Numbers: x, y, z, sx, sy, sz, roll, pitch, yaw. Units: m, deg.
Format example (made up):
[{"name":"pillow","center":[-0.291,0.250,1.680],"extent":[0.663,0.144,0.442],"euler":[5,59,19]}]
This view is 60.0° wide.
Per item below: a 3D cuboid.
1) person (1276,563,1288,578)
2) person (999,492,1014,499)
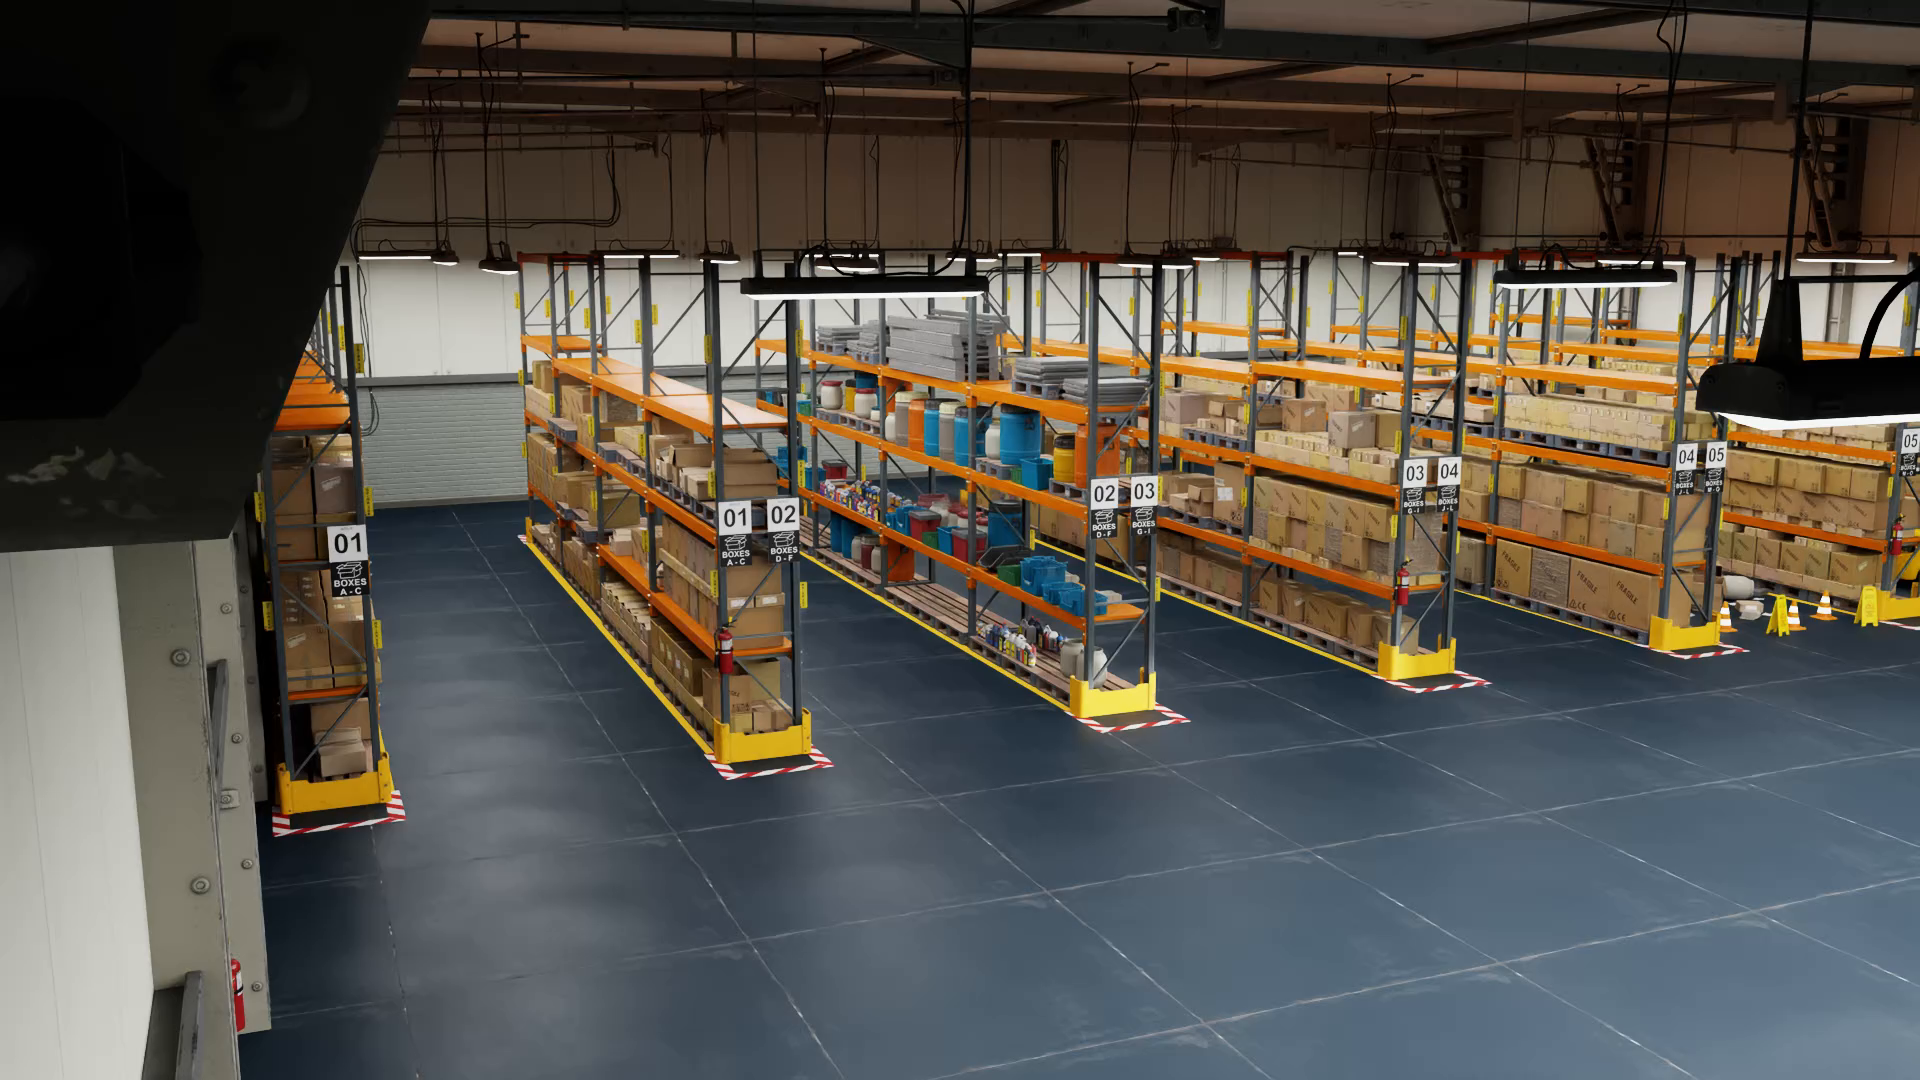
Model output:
[{"name":"person","center":[5.871,0.060,29.949],"extent":[0.584,1.732,0.696],"euler":[-3,11,-14]},{"name":"person","center":[0.969,-0.480,33.260],"extent":[0.372,1.612,0.446],"euler":[6,12,28]}]
